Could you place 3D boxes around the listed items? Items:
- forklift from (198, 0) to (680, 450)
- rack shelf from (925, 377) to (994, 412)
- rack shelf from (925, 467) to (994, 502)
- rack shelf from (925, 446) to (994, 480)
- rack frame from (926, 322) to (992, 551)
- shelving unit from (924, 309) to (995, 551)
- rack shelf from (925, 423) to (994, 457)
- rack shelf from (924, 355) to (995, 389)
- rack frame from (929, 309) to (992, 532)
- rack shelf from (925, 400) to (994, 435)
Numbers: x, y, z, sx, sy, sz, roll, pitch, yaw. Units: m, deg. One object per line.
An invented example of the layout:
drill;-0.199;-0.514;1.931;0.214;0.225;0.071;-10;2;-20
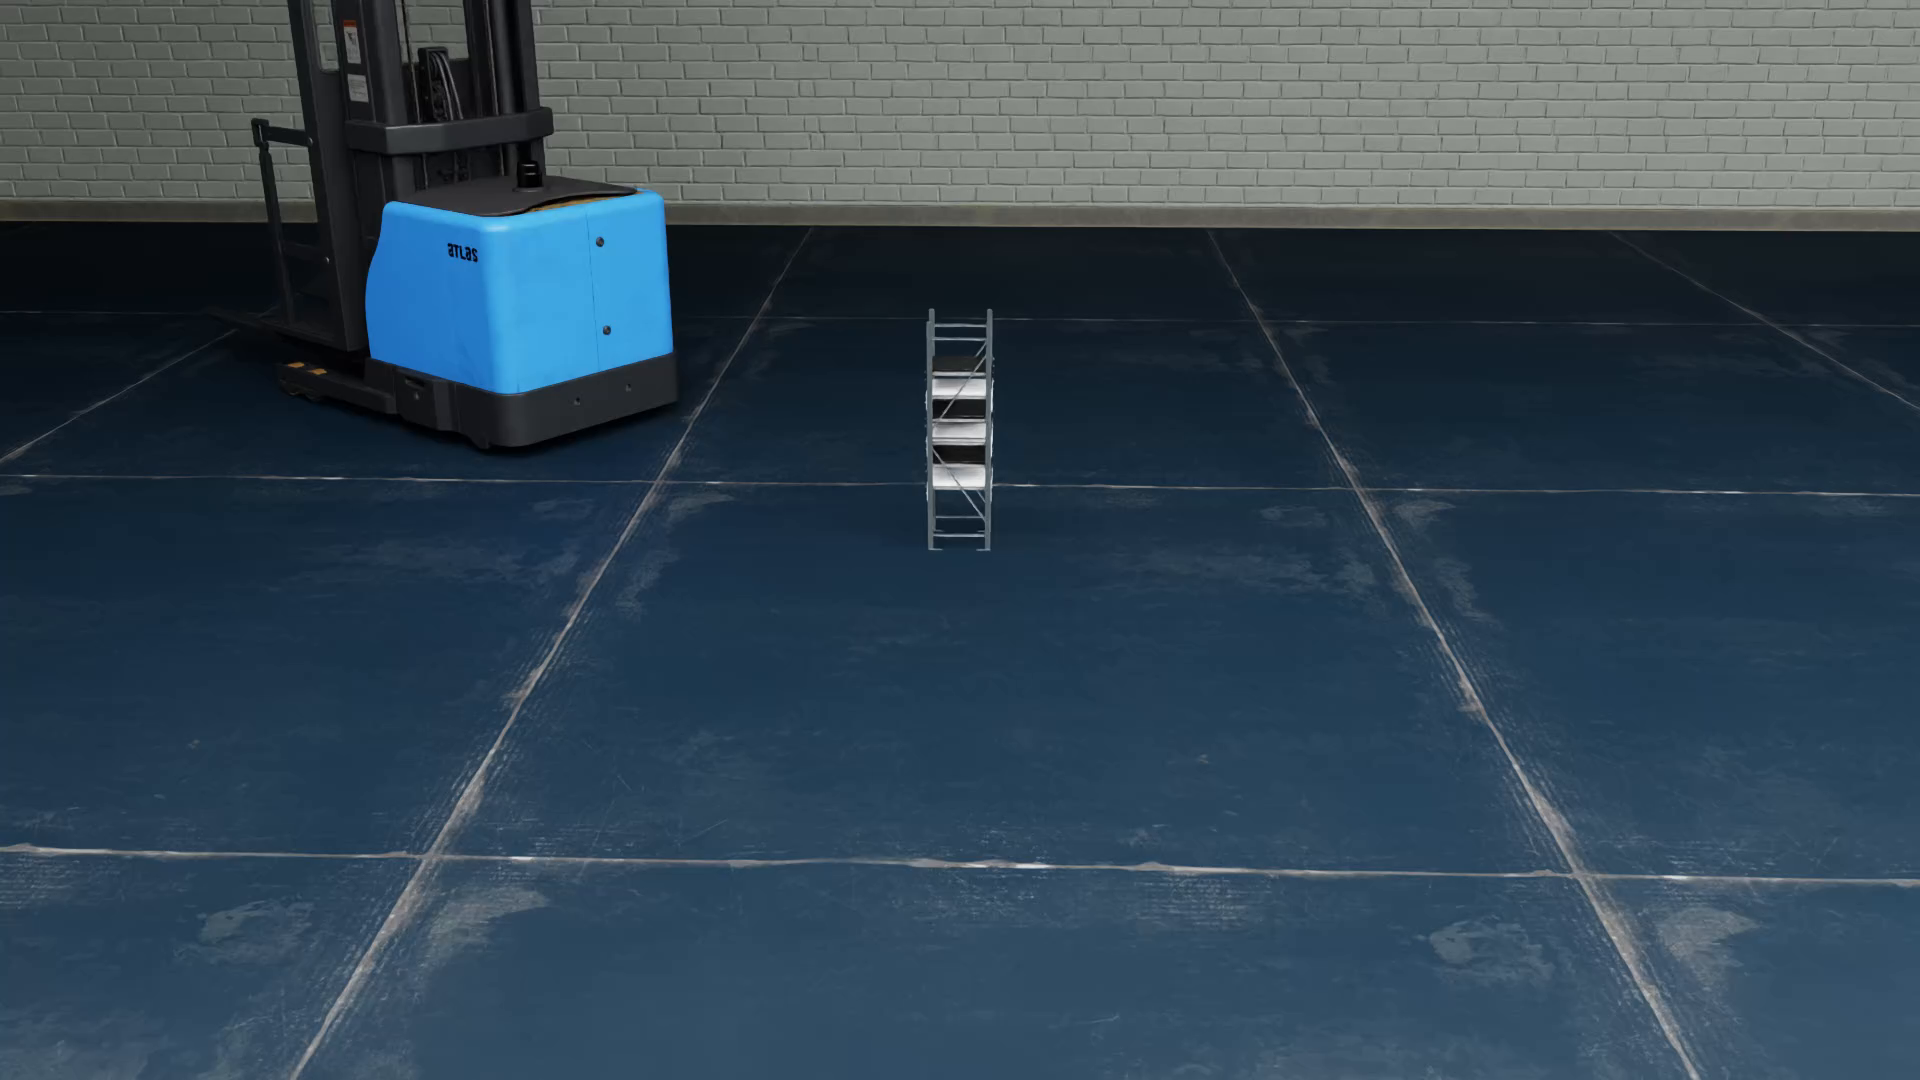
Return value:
forklift;-2.832;-2.188;8.117;3.031;2.935;1.130;16;26;36
rack shelf;0.000;-0.553;6.306;0.258;0.077;0.200;1;21;2
rack shelf;0.000;-0.218;6.436;0.258;0.077;0.200;1;21;2
rack shelf;0.000;-0.302;6.403;0.258;0.077;0.200;1;21;2
rack frame;-0.003;-0.380;6.264;0.240;0.900;0.006;1;21;2
shelving unit;0.000;-0.417;6.359;0.258;0.900;0.210;1;21;2
rack shelf;0.000;-0.386;6.371;0.258;0.077;0.200;1;21;2
rack shelf;0.000;-0.637;6.273;0.258;0.077;0.200;1;21;2
rack frame;0.003;-0.453;6.453;0.240;0.900;0.006;1;21;2
rack shelf;0.000;-0.469;6.338;0.258;0.077;0.200;1;21;2
